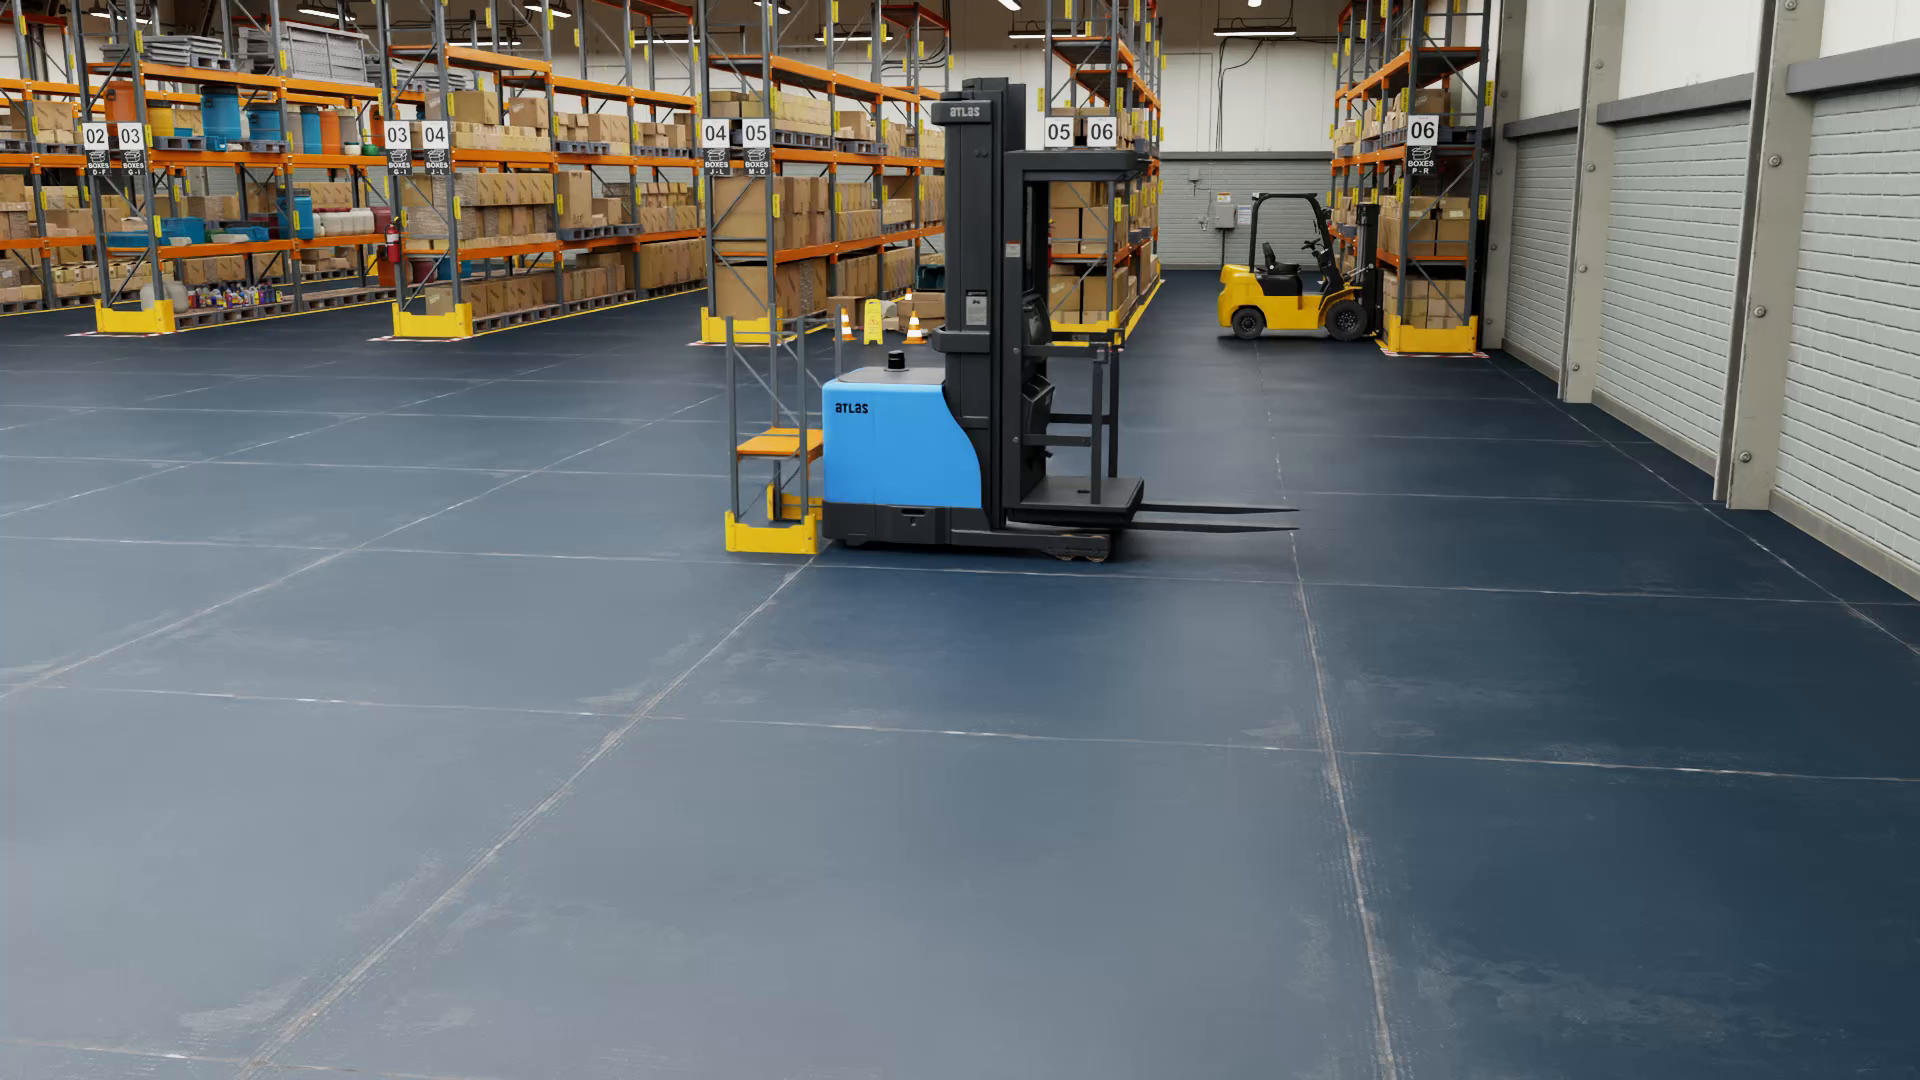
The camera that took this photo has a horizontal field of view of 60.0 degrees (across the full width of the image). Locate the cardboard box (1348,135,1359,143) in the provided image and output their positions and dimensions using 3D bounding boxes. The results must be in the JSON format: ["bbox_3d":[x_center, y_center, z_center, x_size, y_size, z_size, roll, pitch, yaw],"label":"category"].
[{"bbox_3d":[7.790,-7.837,32.479,0.380,0.149,0.250,2,12,10],"label":"cardboard box"}]

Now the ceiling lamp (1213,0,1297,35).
[{"bbox_3d":[7.167,-13.861,40.096,2.000,3.185,0.800,2,12,9],"label":"ceiling lamp"}]

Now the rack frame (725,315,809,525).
[{"bbox_3d":[-1.211,-0.657,10.481,0.500,1.500,0.032,2,12,9],"label":"rack frame"}]

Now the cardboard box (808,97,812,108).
[{"bbox_3d":[-2.539,-6.881,26.154,0.380,0.149,0.250,2,12,8],"label":"cardboard box"}]

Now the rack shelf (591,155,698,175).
[{"bbox_3d":[-6.565,-7.789,34.601,1.077,0.370,4.000,2,12,9],"label":"rack shelf"}]

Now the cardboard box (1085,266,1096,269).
[{"bbox_3d":[1.947,-4.217,27.193,0.500,0.500,0.500,2,12,11],"label":"cardboard box"}]

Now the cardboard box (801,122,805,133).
[{"bbox_3d":[-2.616,-6.385,25.742,0.380,0.149,0.250,2,12,9],"label":"cardboard box"}]

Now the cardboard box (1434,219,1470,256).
[{"bbox_3d":[6.945,-4.254,23.376,0.500,0.500,0.500,2,12,10],"label":"cardboard box"}]

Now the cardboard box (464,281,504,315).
[{"bbox_3d":[-7.817,-3.960,27.186,0.500,0.500,0.500,3,13,14],"label":"cardboard box"}]

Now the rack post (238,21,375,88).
[{"bbox_3d":[-12.164,-9.028,31.052,1.013,1.000,3.121,2,12,9],"label":"rack post"}]

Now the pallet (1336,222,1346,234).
[{"bbox_3d":[8.209,-6.352,33.805,1.003,0.211,1.213,2,12,9],"label":"pallet"}]

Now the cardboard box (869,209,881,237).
[{"bbox_3d":[-1.791,-6.022,31.580,0.500,0.500,0.500,2,12,9],"label":"cardboard box"}]

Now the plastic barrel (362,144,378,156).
[{"bbox_3d":[-11.754,-7.755,33.108,0.294,0.245,0.294,0,12,0],"label":"plastic barrel"}]

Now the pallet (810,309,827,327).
[{"bbox_3d":[-2.797,-3.724,27.773,1.003,0.211,1.213,2,12,9],"label":"pallet"}]

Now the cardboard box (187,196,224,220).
[{"bbox_3d":[-16.346,-7.152,35.828,0.700,0.500,0.500,4,13,19],"label":"cardboard box"}]

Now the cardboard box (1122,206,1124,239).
[{"bbox_3d":[2.260,-4.875,25.552,0.500,0.500,0.500,2,12,7],"label":"cardboard box"}]

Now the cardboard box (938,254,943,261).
[{"bbox_3d":[-0.598,-6.617,38.934,0.380,0.149,0.250,2,12,7],"label":"cardboard box"}]

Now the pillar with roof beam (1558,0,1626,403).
[{"bbox_3d":[2.415,-6.050,17.706,9.100,9.000,0.400,2,12,9],"label":"pillar with roof beam"}]

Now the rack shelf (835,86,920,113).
[{"bbox_3d":[-1.680,-8.878,33.484,1.077,0.370,4.000,2,12,9],"label":"rack shelf"}]

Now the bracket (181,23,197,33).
[{"bbox_3d":[-20.478,-13.589,44.144,0.235,0.232,0.430,2,12,9],"label":"bracket"}]

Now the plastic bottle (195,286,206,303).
[{"bbox_3d":[-13.039,-4.184,28.533,0.144,0.351,0.185,2,12,11],"label":"plastic bottle"}]

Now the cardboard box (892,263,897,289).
[{"bbox_3d":[-1.553,-5.303,33.416,0.500,0.500,0.500,2,12,9],"label":"cardboard box"}]

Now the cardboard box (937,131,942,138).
[{"bbox_3d":[-0.625,-9.335,38.290,0.380,0.149,0.250,2,12,10],"label":"cardboard box"}]

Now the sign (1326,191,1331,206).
[{"bbox_3d":[8.519,-7.882,38.395,0.100,0.325,0.005,2,12,9],"label":"sign"}]

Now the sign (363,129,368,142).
[{"bbox_3d":[-14.885,-10.122,41.618,0.100,0.325,0.005,2,12,9],"label":"sign"}]

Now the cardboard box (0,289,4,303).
[{"bbox_3d":[-17.280,-4.296,29.337,0.500,0.250,0.500,2,12,9],"label":"cardboard box"}]

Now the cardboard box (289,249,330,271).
[{"bbox_3d":[-15.762,-6.798,40.298,0.797,0.503,0.637,2,12,9],"label":"cardboard box"}]

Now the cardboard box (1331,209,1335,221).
[{"bbox_3d":[8.642,-7.323,37.504,0.500,0.250,0.500,2,12,9],"label":"cardboard box"}]

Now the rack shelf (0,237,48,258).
[{"bbox_3d":[-17.583,-4.979,28.683,1.077,0.370,4.000,2,12,9],"label":"rack shelf"}]

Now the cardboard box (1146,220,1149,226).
[{"bbox_3d":[3.635,-6.488,34.336,0.500,0.250,0.500,2,12,8],"label":"cardboard box"}]

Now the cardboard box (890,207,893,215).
[{"bbox_3d":[-1.559,-6.614,33.459,0.380,0.149,0.250,2,12,9],"label":"cardboard box"}]

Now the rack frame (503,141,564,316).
[{"bbox_3d":[-7.488,-5.425,29.046,1.000,3.000,0.127,2,12,9],"label":"rack frame"}]

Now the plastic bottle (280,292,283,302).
[{"bbox_3d":[-12.130,-4.347,29.642,0.097,0.201,0.097,0,12,0],"label":"plastic bottle"}]

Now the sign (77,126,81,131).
[{"bbox_3d":[-20.403,-9.429,38.532,0.100,0.325,0.005,2,12,9],"label":"sign"}]

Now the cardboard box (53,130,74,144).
[{"bbox_3d":[-17.090,-7.587,31.319,0.500,0.250,0.500,1,12,3],"label":"cardboard box"}]

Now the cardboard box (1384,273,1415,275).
[{"bbox_3d":[6.583,-3.884,25.053,0.500,0.250,0.500,2,12,8],"label":"cardboard box"}]

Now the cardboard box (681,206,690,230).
[{"bbox_3d":[-6.143,-6.930,35.793,0.500,0.500,0.500,2,12,10],"label":"cardboard box"}]

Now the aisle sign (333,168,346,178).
[{"bbox_3d":[-15.710,-9.539,41.966,0.394,0.787,0.004,2,12,9],"label":"aisle sign"}]

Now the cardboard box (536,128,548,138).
[{"bbox_3d":[-7.252,-6.936,28.346,0.380,0.149,0.250,2,12,10],"label":"cardboard box"}]

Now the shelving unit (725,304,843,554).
[{"bbox_3d":[-1.129,-0.765,10.980,0.587,1.500,1.083,2,12,9],"label":"shelving unit"}]

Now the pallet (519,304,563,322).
[{"bbox_3d":[-7.556,-3.921,28.686,1.003,0.211,1.213,2,12,9],"label":"pallet"}]

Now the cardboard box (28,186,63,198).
[{"bbox_3d":[-20.848,-7.931,37.902,0.500,0.250,0.500,2,12,10],"label":"cardboard box"}]

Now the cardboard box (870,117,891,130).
[{"bbox_3d":[-1.573,-8.202,32.759,0.396,0.266,0.258,2,12,9],"label":"cardboard box"}]

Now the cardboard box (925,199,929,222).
[{"bbox_3d":[-0.978,-7.301,36.808,0.500,0.500,0.500,2,12,9],"label":"cardboard box"}]

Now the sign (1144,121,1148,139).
[{"bbox_3d":[3.455,-7.638,30.966,0.100,0.325,0.005,2,12,9],"label":"sign"}]

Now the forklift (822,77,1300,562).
[{"bbox_3d":[0.678,-1.417,10.613,3.031,2.935,1.130,2,12,11],"label":"forklift"}]

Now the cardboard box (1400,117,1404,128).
[{"bbox_3d":[6.422,-5.891,23.451,0.380,0.149,0.250,2,12,7],"label":"cardboard box"}]

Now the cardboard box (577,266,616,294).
[{"bbox_3d":[-7.029,-4.995,31.939,0.700,0.500,0.500,1,12,4],"label":"cardboard box"}]

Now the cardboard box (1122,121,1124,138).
[{"bbox_3d":[2.172,-6.119,24.794,0.500,0.250,0.500,2,12,10],"label":"cardboard box"}]

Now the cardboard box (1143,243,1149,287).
[{"bbox_3d":[3.387,-5.616,33.978,0.875,0.875,0.875,2,12,10],"label":"cardboard box"}]

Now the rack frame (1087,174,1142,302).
[{"bbox_3d":[2.919,-5.936,31.420,1.000,3.000,0.127,2,12,9],"label":"rack frame"}]

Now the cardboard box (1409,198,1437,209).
[{"bbox_3d":[6.441,-4.704,23.217,0.380,0.149,0.250,2,12,9],"label":"cardboard box"}]

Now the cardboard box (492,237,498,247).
[{"bbox_3d":[-7.638,-4.781,26.656,0.380,0.149,0.250,2,12,9],"label":"cardboard box"}]
